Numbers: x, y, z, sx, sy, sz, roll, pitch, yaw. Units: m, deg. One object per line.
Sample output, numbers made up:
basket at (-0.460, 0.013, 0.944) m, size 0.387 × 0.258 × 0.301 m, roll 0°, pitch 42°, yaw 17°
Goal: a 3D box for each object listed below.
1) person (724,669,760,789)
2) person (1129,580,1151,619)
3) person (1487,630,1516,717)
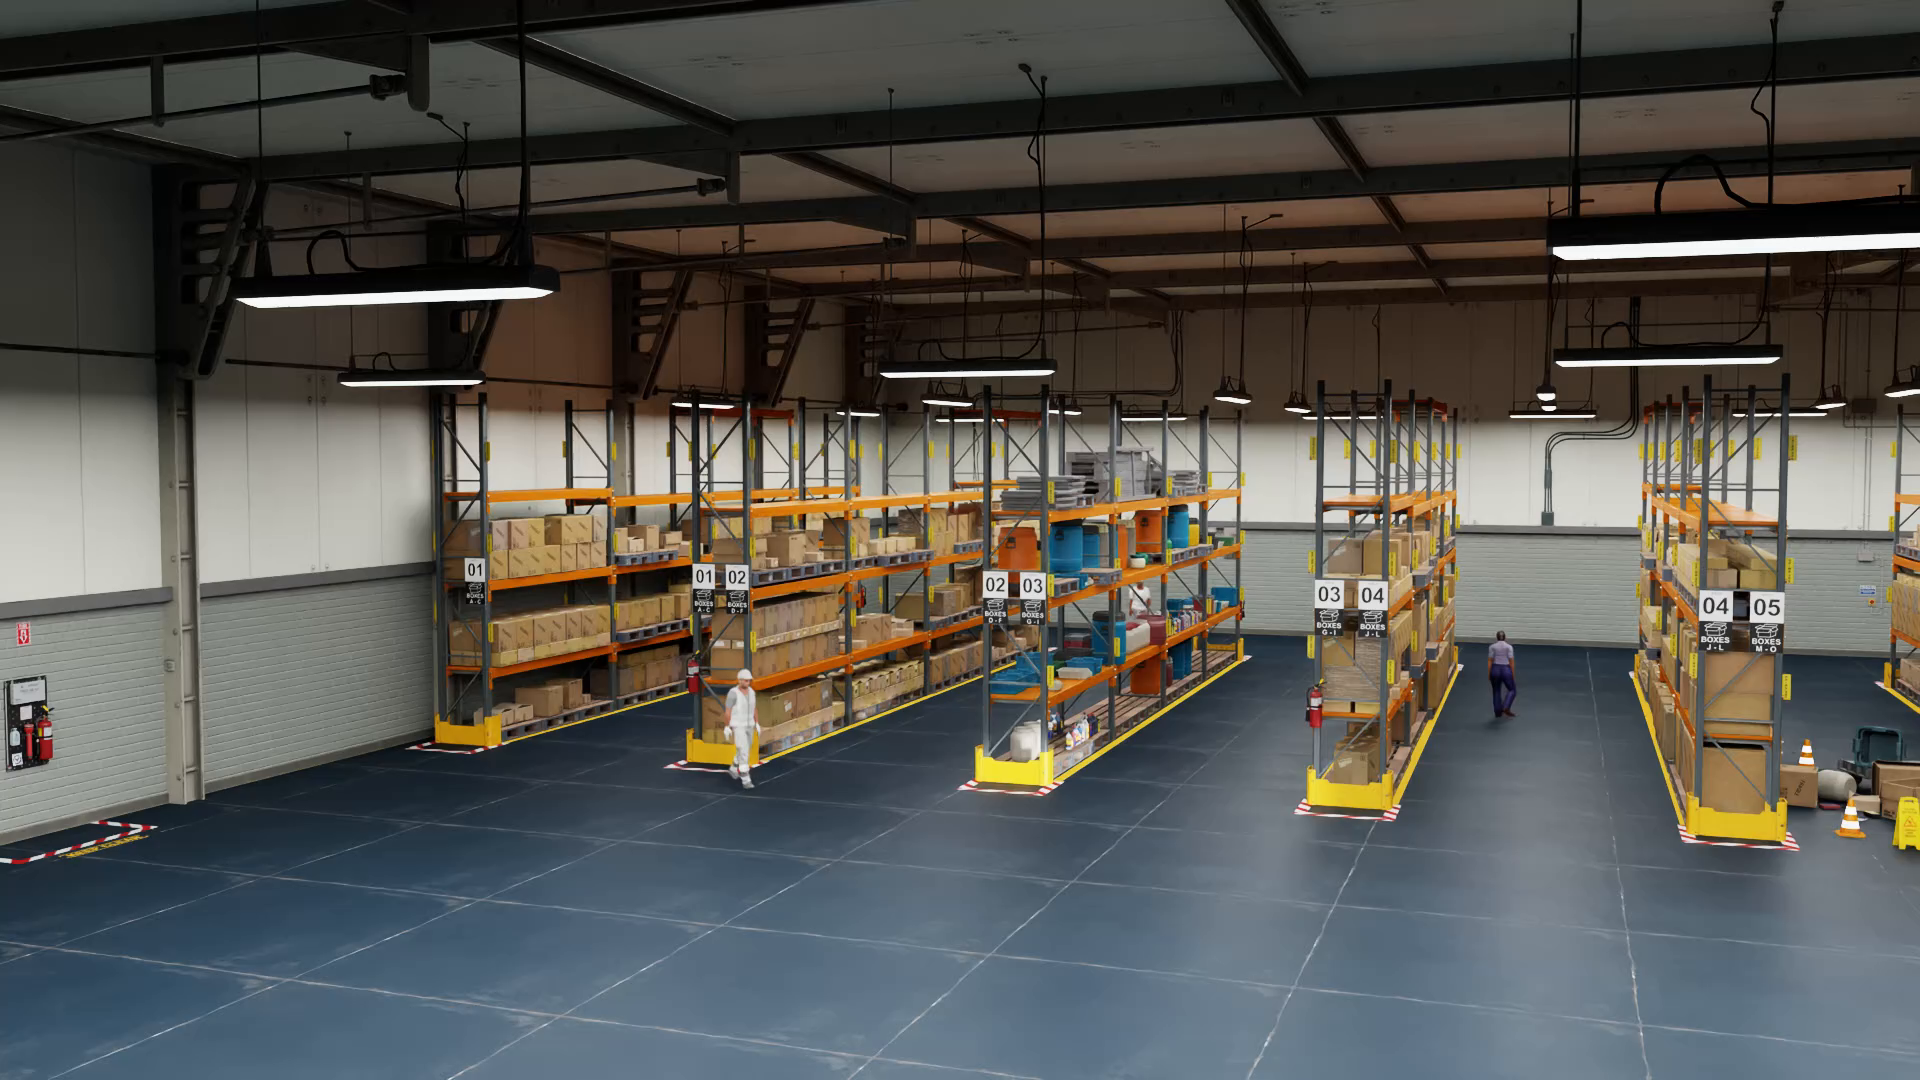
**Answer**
person at (-3.263, 2.803, 24.933) m, size 0.916 × 1.754 × 0.547 m, roll 3°, pitch 4°, yaw 40°
person at (4.707, 1.803, 43.777) m, size 0.546 × 1.733 × 0.931 m, roll -2°, pitch 4°, yaw -32°
person at (10.175, 2.531, 31.229) m, size 0.541 × 1.632 × 0.513 m, roll 2°, pitch 3°, yaw 28°
